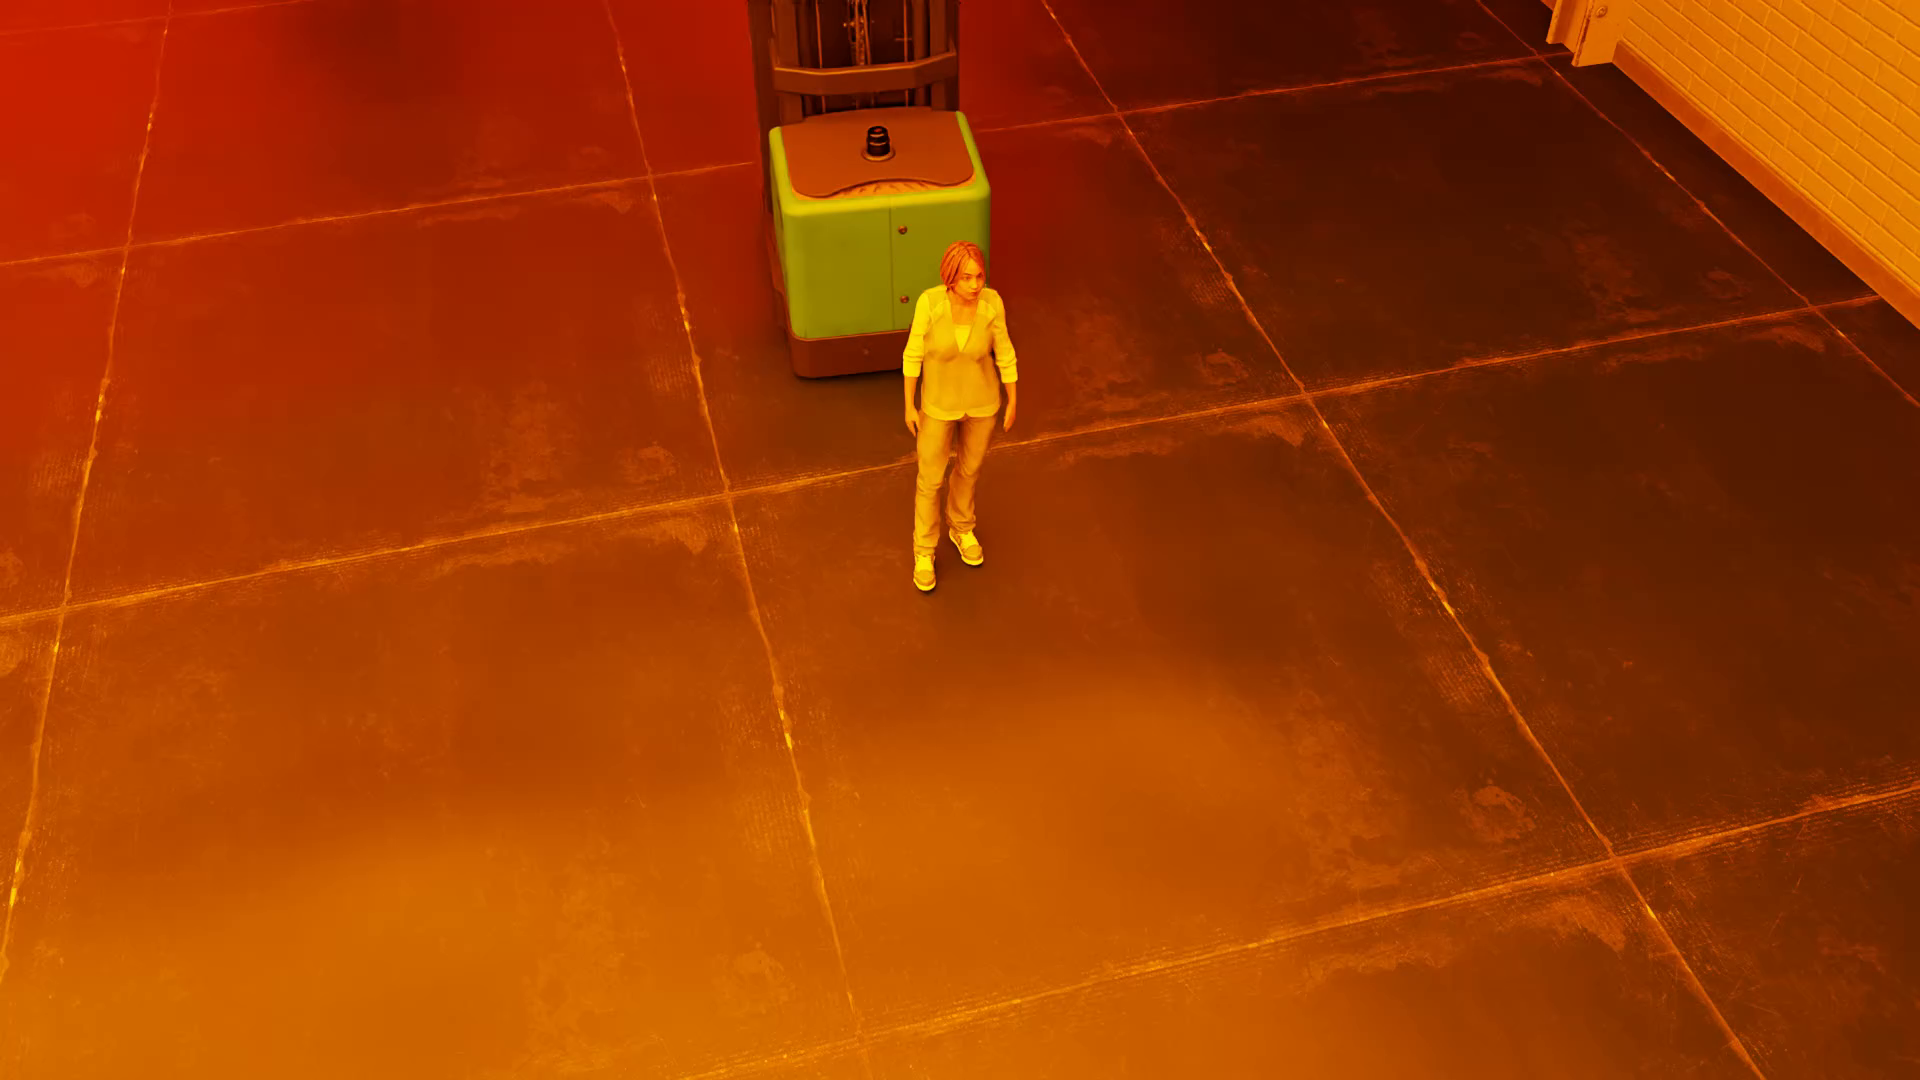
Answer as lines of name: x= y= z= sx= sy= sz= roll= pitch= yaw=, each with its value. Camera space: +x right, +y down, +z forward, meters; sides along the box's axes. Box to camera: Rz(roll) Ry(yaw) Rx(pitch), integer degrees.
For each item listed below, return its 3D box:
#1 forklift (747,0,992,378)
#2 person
forklift: x=-0.591 y=-2.921 z=8.736 sx=1.130 sy=2.935 sz=3.031 roll=-7 pitch=44 yaw=-7
person: x=0.013 y=-0.524 z=7.166 sx=0.506 sy=1.598 sz=0.489 roll=-6 pitch=44 yaw=-7
